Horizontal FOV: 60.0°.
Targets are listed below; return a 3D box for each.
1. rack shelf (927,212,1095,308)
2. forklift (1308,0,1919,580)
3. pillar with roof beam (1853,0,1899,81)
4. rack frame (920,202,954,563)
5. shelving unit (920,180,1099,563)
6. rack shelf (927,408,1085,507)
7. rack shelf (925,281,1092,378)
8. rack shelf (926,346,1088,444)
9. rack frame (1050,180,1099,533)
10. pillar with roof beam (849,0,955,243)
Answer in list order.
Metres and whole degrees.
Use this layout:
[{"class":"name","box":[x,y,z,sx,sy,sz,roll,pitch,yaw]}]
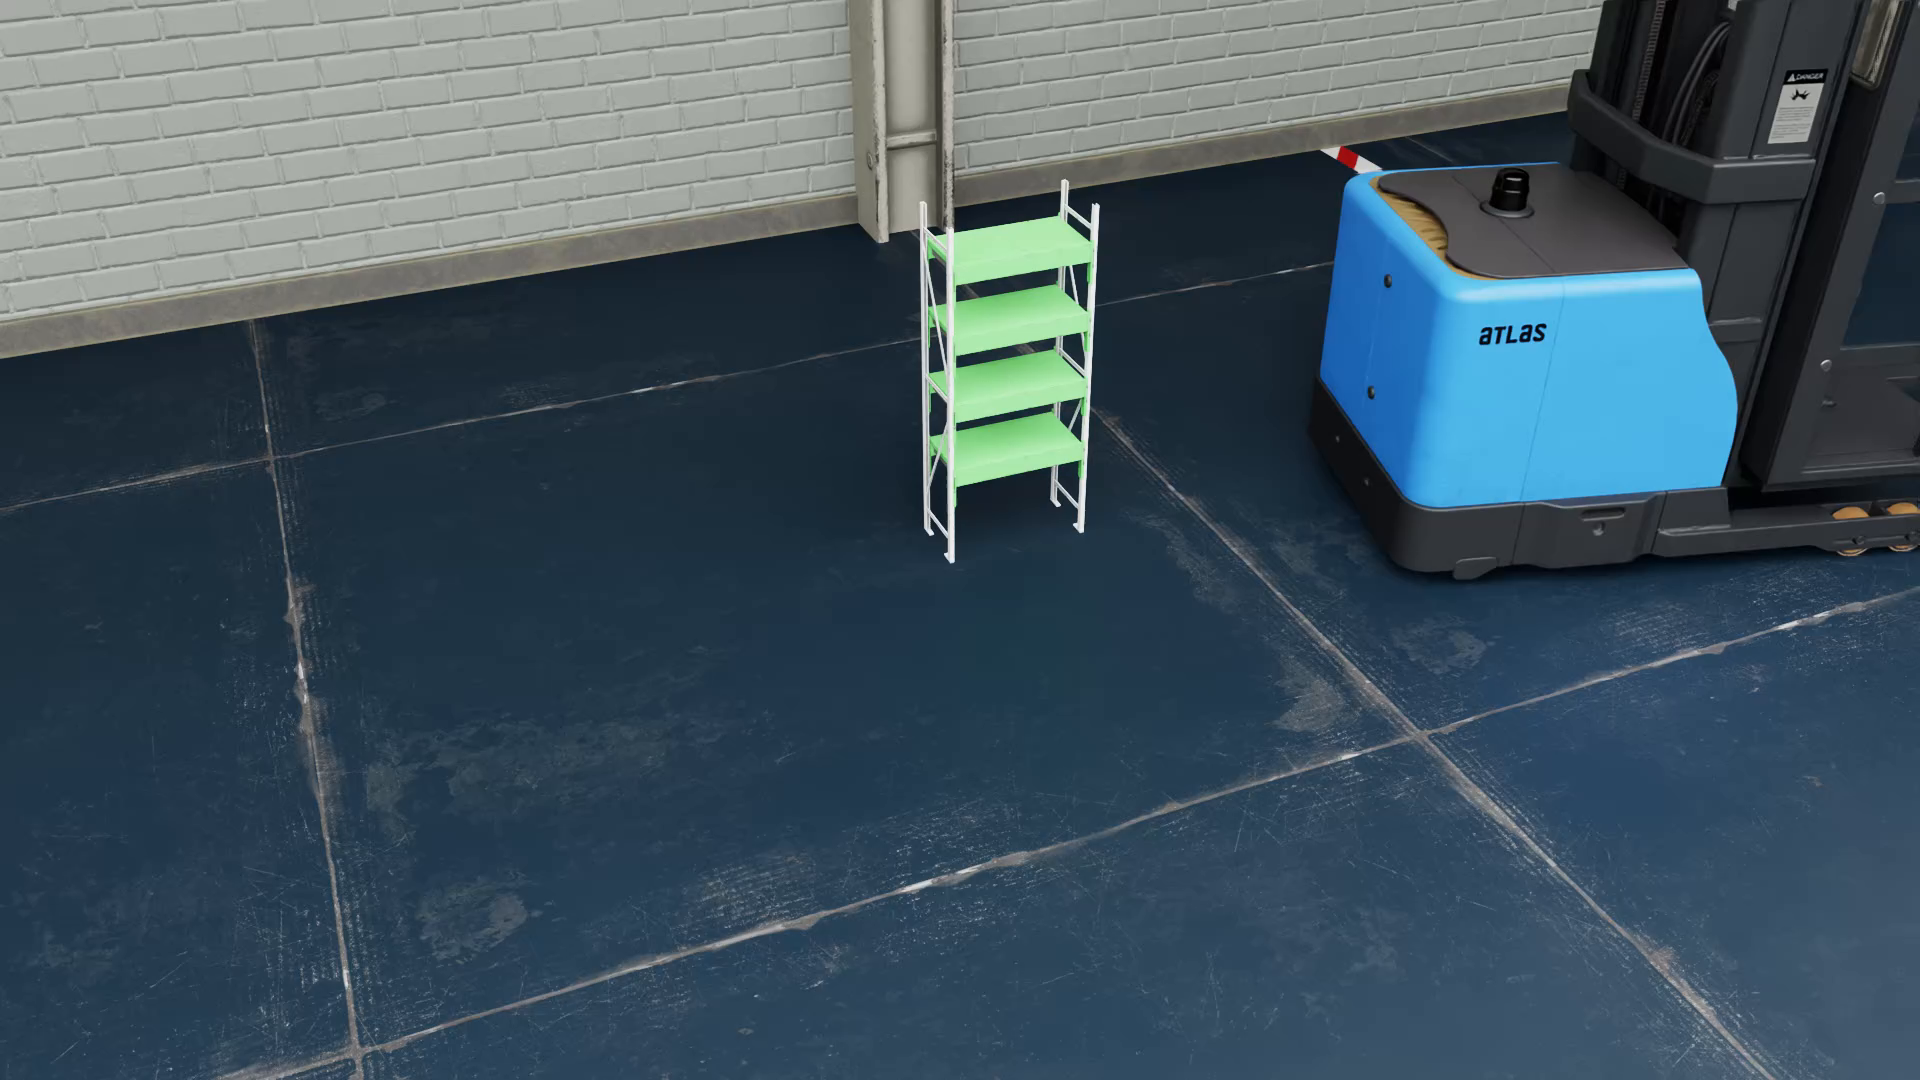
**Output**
[{"class":"rack shelf","box":[0.153,-0.887,5.250,0.480,0.148,0.258,-13,35,-19]},{"class":"forklift","box":[2.867,-1.455,5.298,3.031,2.935,1.130,-5,33,-7]},{"class":"pillar with roof beam","box":[6.932,-4.408,4.273,0.400,9.000,9.100,-13,35,-19]},{"class":"rack frame","box":[-0.072,-0.486,5.397,0.015,1.200,0.240,-13,35,-19]},{"class":"shelving unit","box":[0.153,-0.538,5.476,0.503,1.200,0.258,-13,35,-19]},{"class":"rack shelf","box":[0.153,-0.283,5.642,0.480,0.148,0.258,-13,35,-19]},{"class":"rack shelf","box":[0.153,-0.685,5.380,0.480,0.148,0.258,-13,35,-19]},{"class":"rack shelf","box":[0.153,-0.484,5.511,0.480,0.148,0.258,-13,35,-19]},{"class":"rack frame","box":[0.378,-0.589,5.556,0.015,1.200,0.240,-13,35,-19]},{"class":"pillar with roof beam","box":[1.400,-3.141,2.326,0.400,9.000,9.100,-13,35,-19]}]
